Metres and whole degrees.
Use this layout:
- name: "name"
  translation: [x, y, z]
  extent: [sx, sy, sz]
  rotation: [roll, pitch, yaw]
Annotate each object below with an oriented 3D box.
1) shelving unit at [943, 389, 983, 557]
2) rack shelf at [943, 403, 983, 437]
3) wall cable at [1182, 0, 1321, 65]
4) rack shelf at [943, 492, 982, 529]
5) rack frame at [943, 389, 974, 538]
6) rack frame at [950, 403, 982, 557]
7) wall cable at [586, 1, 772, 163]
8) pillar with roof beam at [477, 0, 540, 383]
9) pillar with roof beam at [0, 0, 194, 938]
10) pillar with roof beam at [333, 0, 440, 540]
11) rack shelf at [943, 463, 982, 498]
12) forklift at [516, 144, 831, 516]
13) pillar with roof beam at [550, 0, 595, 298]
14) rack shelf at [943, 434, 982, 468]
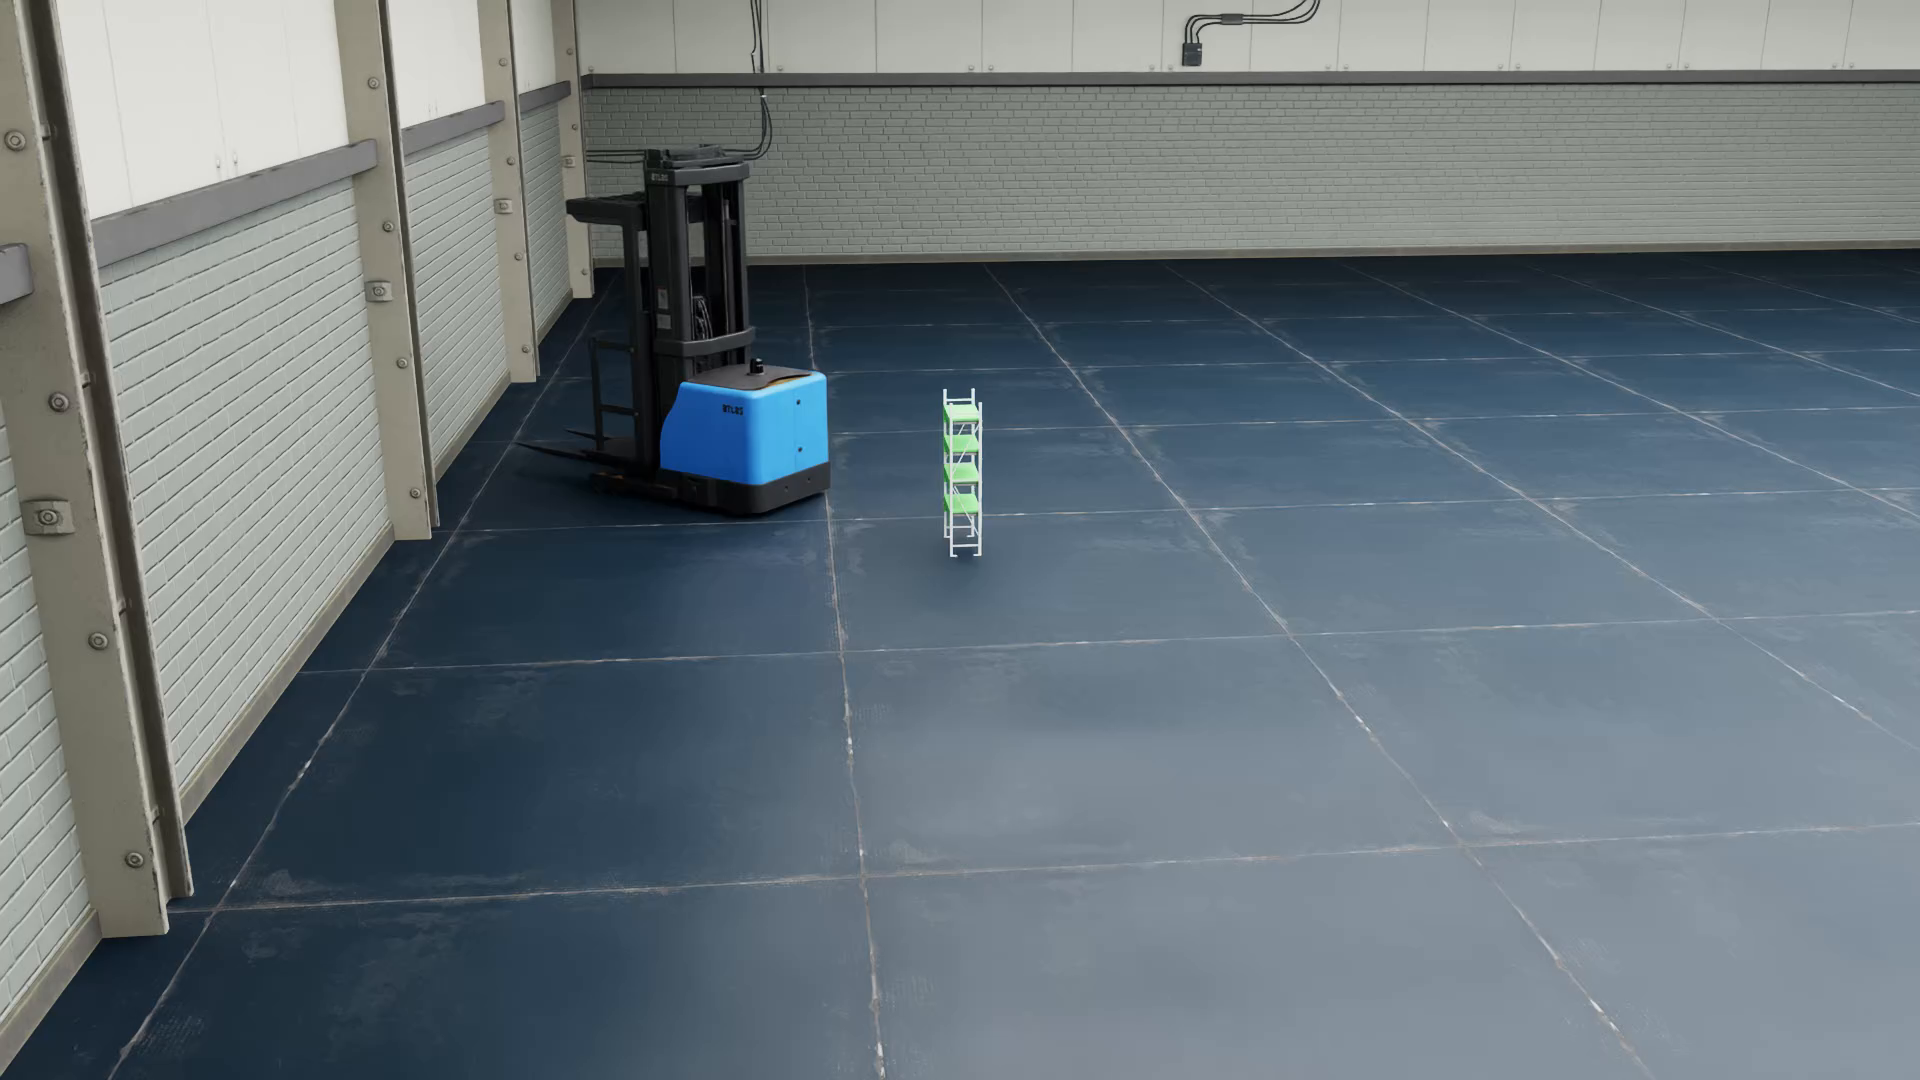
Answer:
- name: "shelving unit"
  translation: [0.017, -0.523, 12.840]
  extent: [0.258, 1.200, 0.503]
  rotation: [-2, 18, -6]
- name: "rack shelf"
  translation: [0.017, -0.920, 12.716]
  extent: [0.258, 0.148, 0.480]
  rotation: [-2, 18, -6]
- name: "wall cable"
  translation: [4.839, -10.760, 26.748]
  extent: [2.305, 6.003, 0.169]
  rotation: [-2, 18, -6]
- name: "rack shelf"
  translation: [0.017, -0.233, 12.931]
  extent: [0.258, 0.148, 0.480]
  rotation: [-2, 18, -6]
- name: "rack frame"
  translation: [-0.008, -0.596, 13.072]
  extent: [0.240, 1.200, 0.015]
  rotation: [-2, 18, -6]
- name: "rack frame"
  translation: [0.042, -0.450, 12.609]
  extent: [0.240, 1.200, 0.015]
  rotation: [-2, 18, -6]
- name: "wall cable"
  translation: [-4.606, -7.367, 26.803]
  extent: [3.097, 2.526, 0.112]
  rotation: [-2, 18, -6]
- name: "pillar with roof beam"
  translation: [-0.716, -6.275, 18.142]
  extent: [9.100, 9.000, 0.400]
  rotation: [-2, 18, -6]
- name: "pillar with roof beam"
  translation: [0.521, -2.700, 6.754]
  extent: [9.100, 9.000, 0.400]
  rotation: [-2, 18, -6]
- name: "pillar with roof beam"
  translation: [-0.098, -4.488, 12.448]
  extent: [9.100, 9.000, 0.400]
  rotation: [-2, 18, -6]
- name: "rack shelf"
  translation: [0.017, -0.462, 12.859]
  extent: [0.258, 0.148, 0.480]
  rotation: [-2, 18, -6]
- name: "forklift"
  translation: [-2.634, -1.914, 14.382]
  extent: [3.031, 2.935, 1.130]
  rotation: [11, 21, 31]
- name: "pillar with roof beam"
  translation: [-1.335, -8.063, 23.836]
  extent: [9.100, 9.000, 0.400]
  rotation: [-2, 18, -6]
- name: "rack shelf"
  translation: [0.017, -0.691, 12.788]
  extent: [0.258, 0.148, 0.480]
  rotation: [-2, 18, -6]
